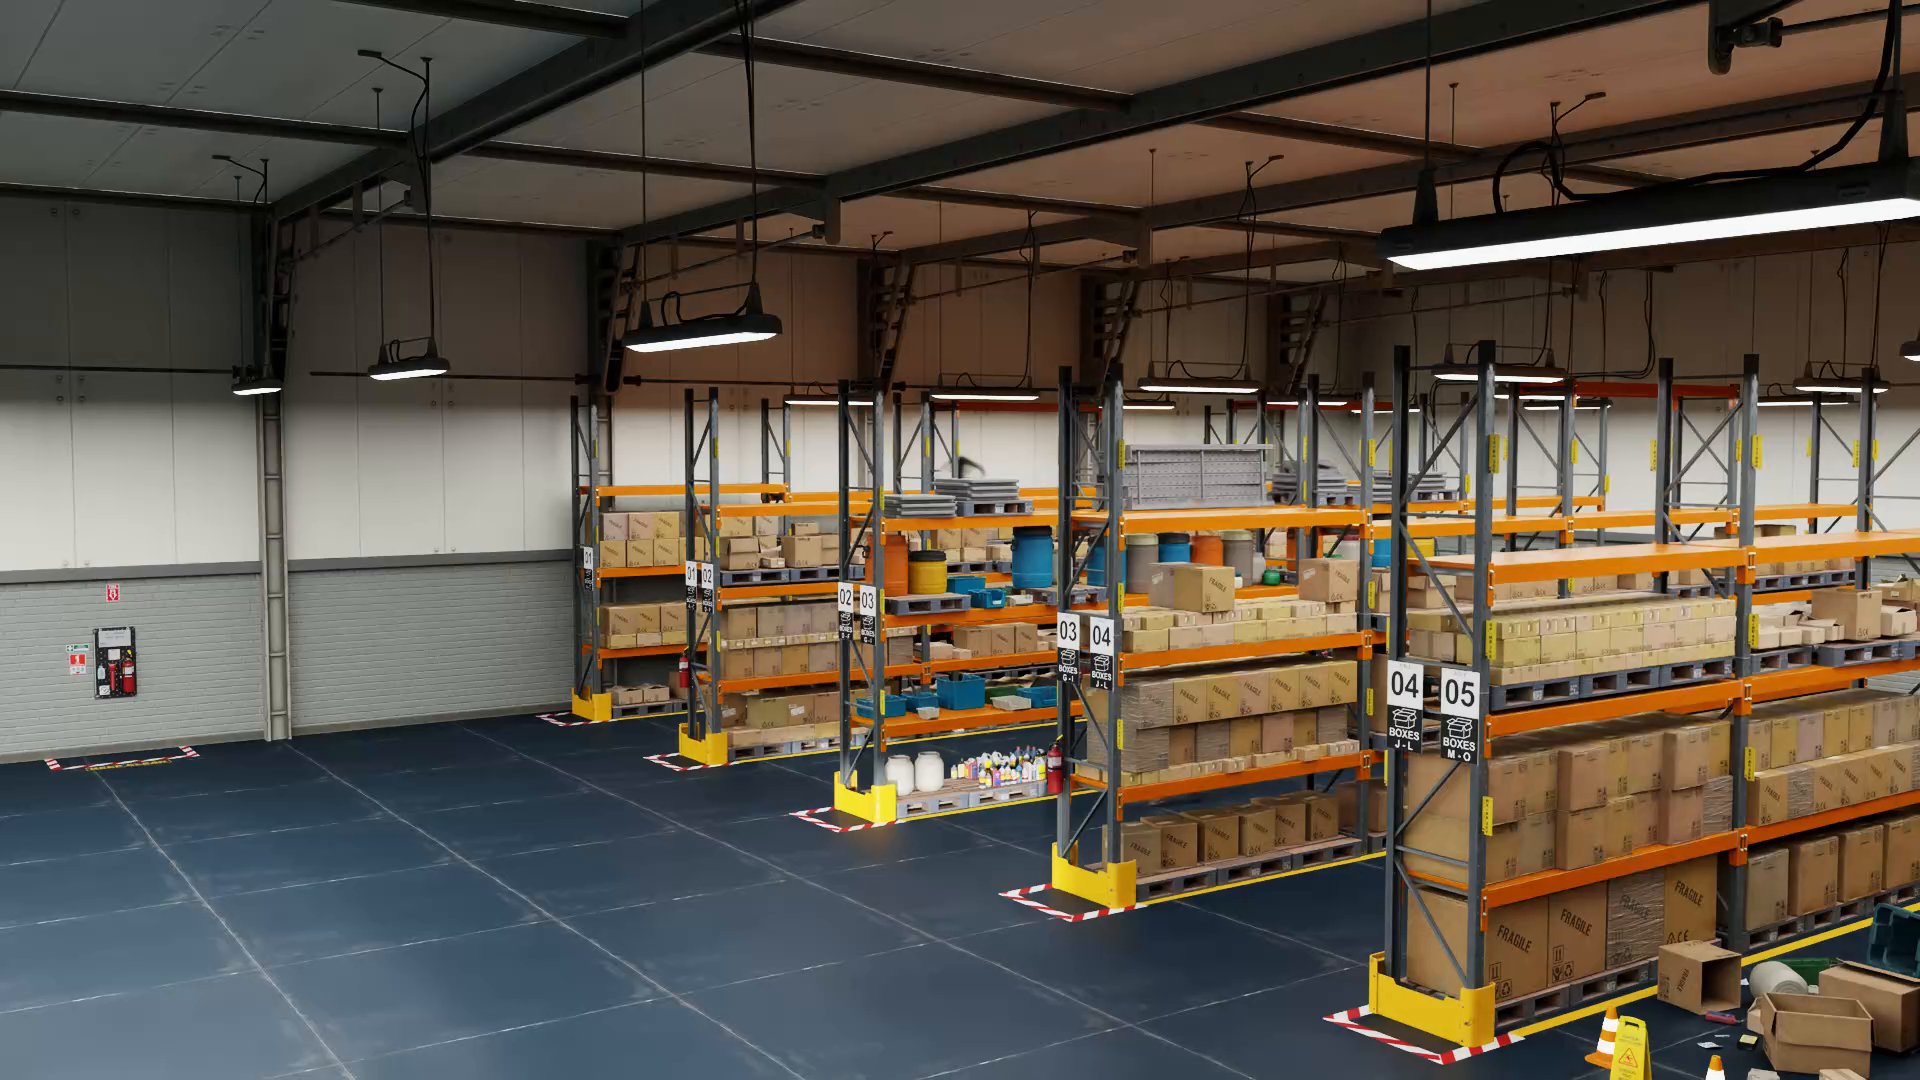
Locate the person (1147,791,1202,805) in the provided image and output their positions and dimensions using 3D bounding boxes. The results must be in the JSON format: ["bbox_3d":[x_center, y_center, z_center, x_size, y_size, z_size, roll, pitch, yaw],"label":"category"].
[{"bbox_3d":[3.065,2.985,23.481,1.041,1.472,0.569,-2,4,-31],"label":"person"}]

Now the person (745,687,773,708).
[{"bbox_3d":[-3.559,2.561,29.316,0.960,1.640,0.714,-2,4,-26],"label":"person"}]
